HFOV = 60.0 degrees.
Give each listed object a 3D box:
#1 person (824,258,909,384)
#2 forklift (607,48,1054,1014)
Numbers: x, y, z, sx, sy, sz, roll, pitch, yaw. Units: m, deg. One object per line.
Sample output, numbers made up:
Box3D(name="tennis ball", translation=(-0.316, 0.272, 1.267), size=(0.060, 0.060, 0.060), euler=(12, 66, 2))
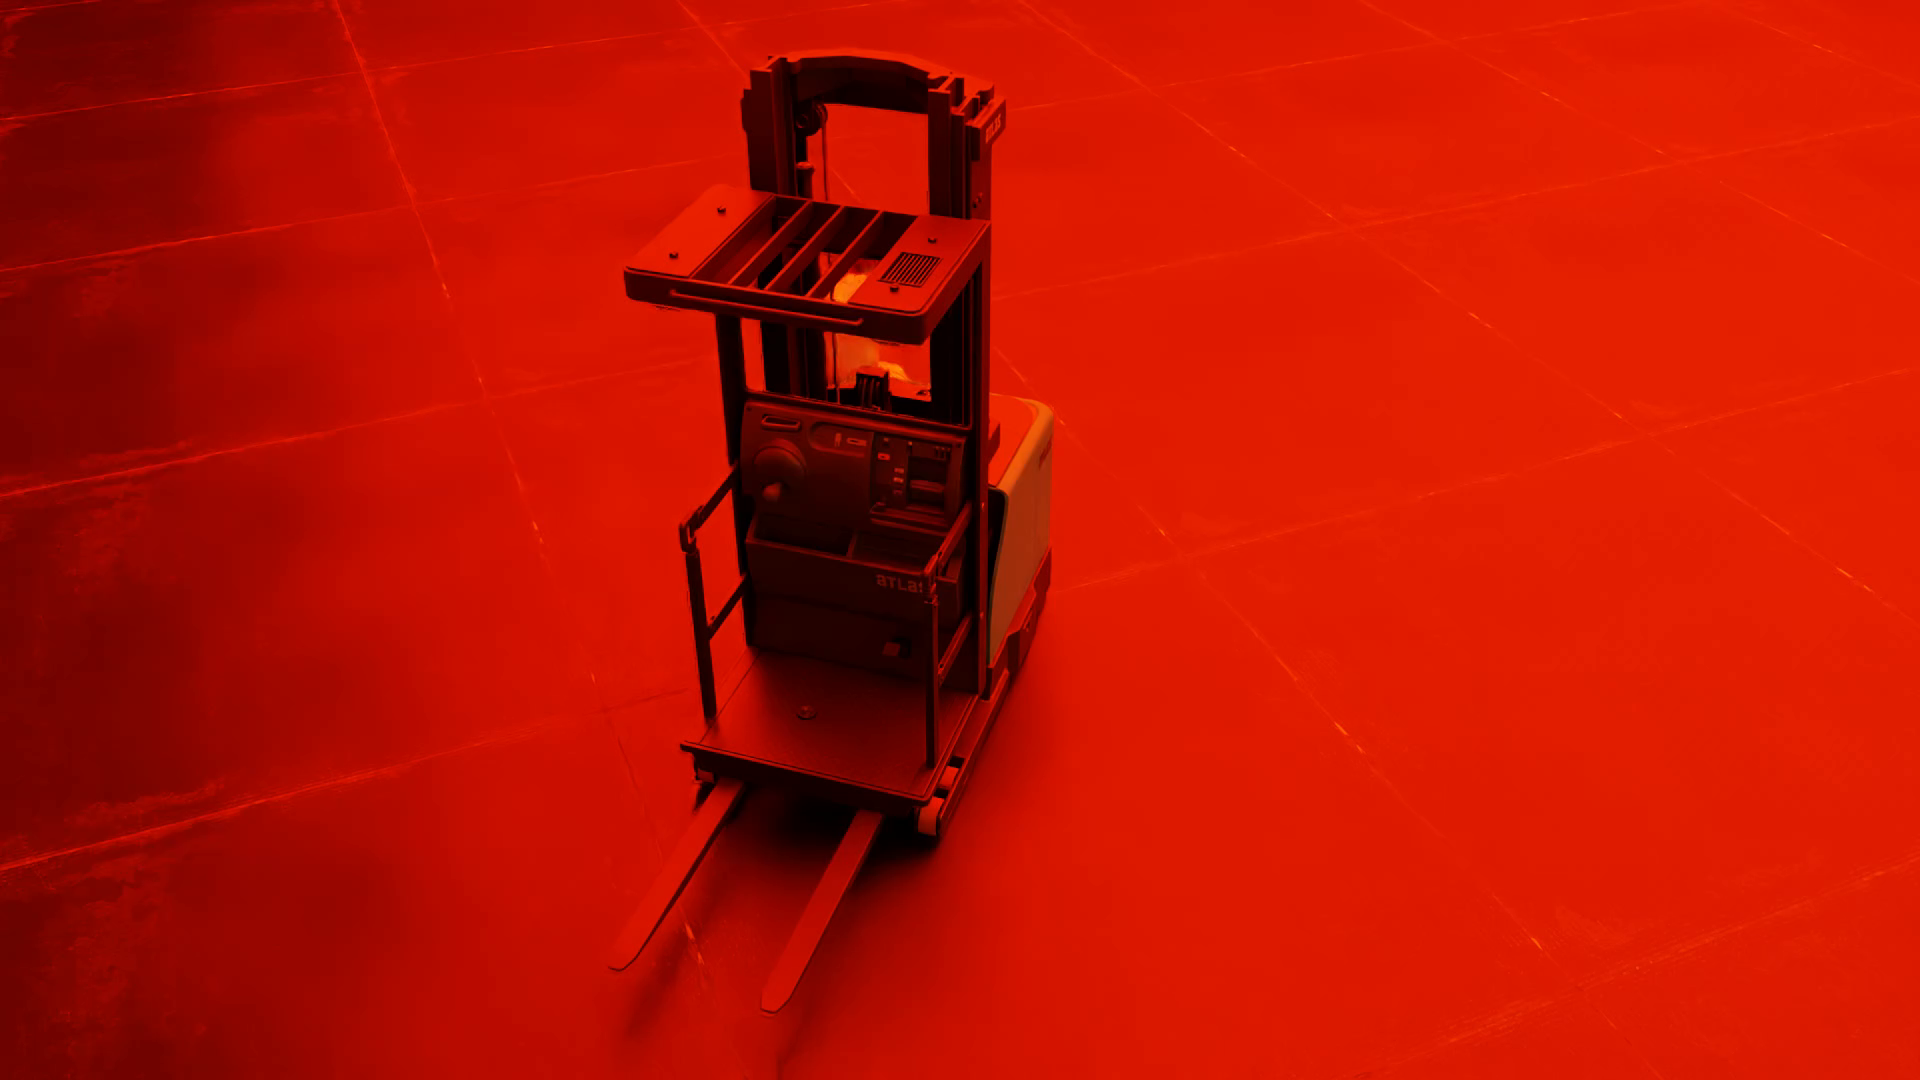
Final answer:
Box3D(name="person", translation=(-0.559, -0.966, 8.674), size=(0.949, 1.521, 0.827), euler=(0, 35, 0))
Box3D(name="forklift", translation=(-0.497, -0.231, 6.424), size=(1.130, 2.935, 3.031), euler=(11, 37, 15))
